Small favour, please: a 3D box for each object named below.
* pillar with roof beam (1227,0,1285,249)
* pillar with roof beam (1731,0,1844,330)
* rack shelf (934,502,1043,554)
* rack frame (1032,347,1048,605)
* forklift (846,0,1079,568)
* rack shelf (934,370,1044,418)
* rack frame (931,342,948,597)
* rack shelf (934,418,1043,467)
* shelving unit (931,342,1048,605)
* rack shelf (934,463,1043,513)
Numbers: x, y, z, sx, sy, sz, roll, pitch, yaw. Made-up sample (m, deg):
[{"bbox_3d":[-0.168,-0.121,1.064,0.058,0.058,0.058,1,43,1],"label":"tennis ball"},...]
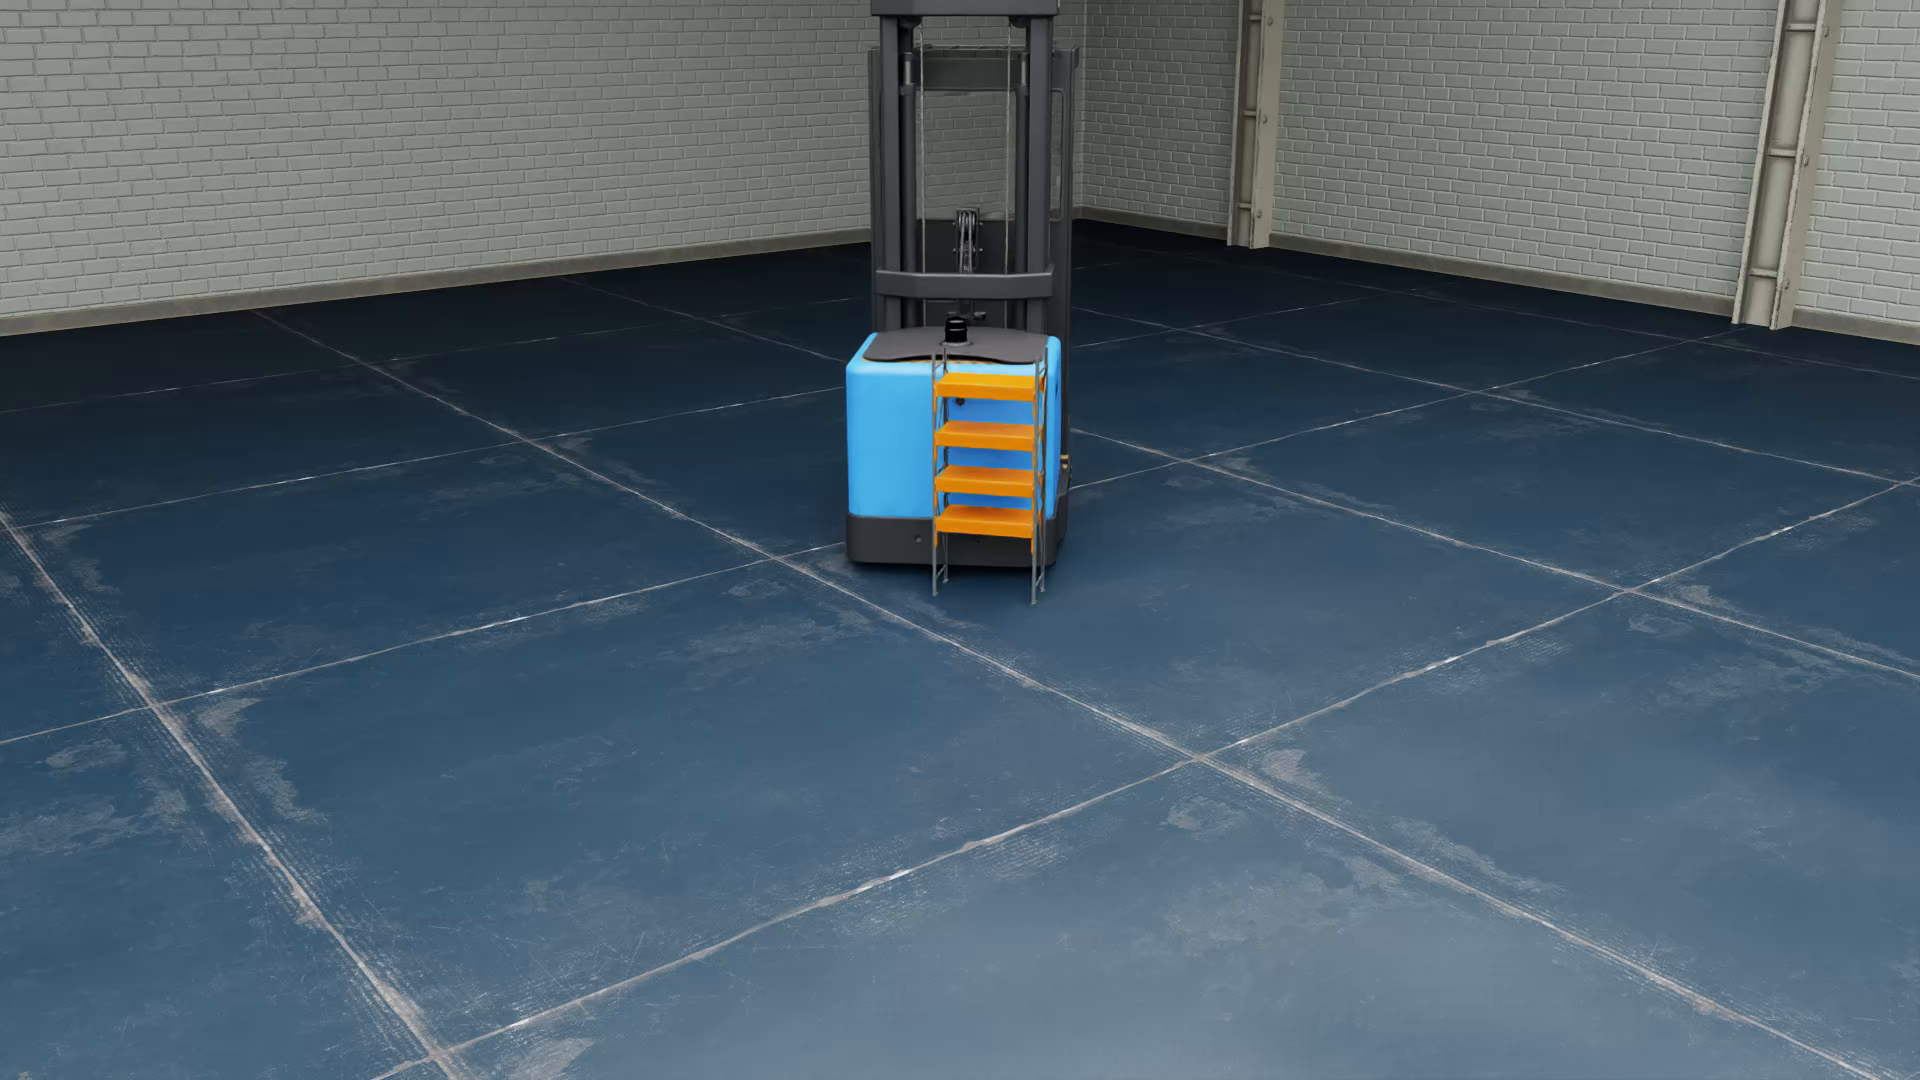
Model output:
[{"bbox_3d":[-0.072,-6.803,15.091,9.100,9.000,0.400,-14,23,-36],"label":"pillar with roof beam"},{"bbox_3d":[3.653,-5.324,10.626,9.100,9.000,0.400,-14,23,-36],"label":"pillar with roof beam"},{"bbox_3d":[0.141,-0.061,7.984,0.480,0.148,0.258,4,19,13],"label":"rack shelf"},{"bbox_3d":[0.378,-0.295,7.846,0.015,1.200,0.240,4,19,13],"label":"rack frame"},{"bbox_3d":[0.084,-1.672,9.250,1.130,2.935,3.031,2,18,5],"label":"forklift"},{"bbox_3d":[0.141,-0.686,7.777,0.480,0.148,0.258,4,19,13],"label":"rack shelf"},{"bbox_3d":[-0.097,-0.331,7.955,0.015,1.200,0.240,4,19,13],"label":"rack frame"},{"bbox_3d":[0.141,-0.462,7.851,0.480,0.148,0.258,4,19,13],"label":"rack shelf"},{"bbox_3d":[0.141,-0.313,7.900,0.503,1.200,0.258,4,19,13],"label":"shelving unit"},{"bbox_3d":[0.141,-0.250,7.921,0.480,0.148,0.258,4,19,13],"label":"rack shelf"}]
